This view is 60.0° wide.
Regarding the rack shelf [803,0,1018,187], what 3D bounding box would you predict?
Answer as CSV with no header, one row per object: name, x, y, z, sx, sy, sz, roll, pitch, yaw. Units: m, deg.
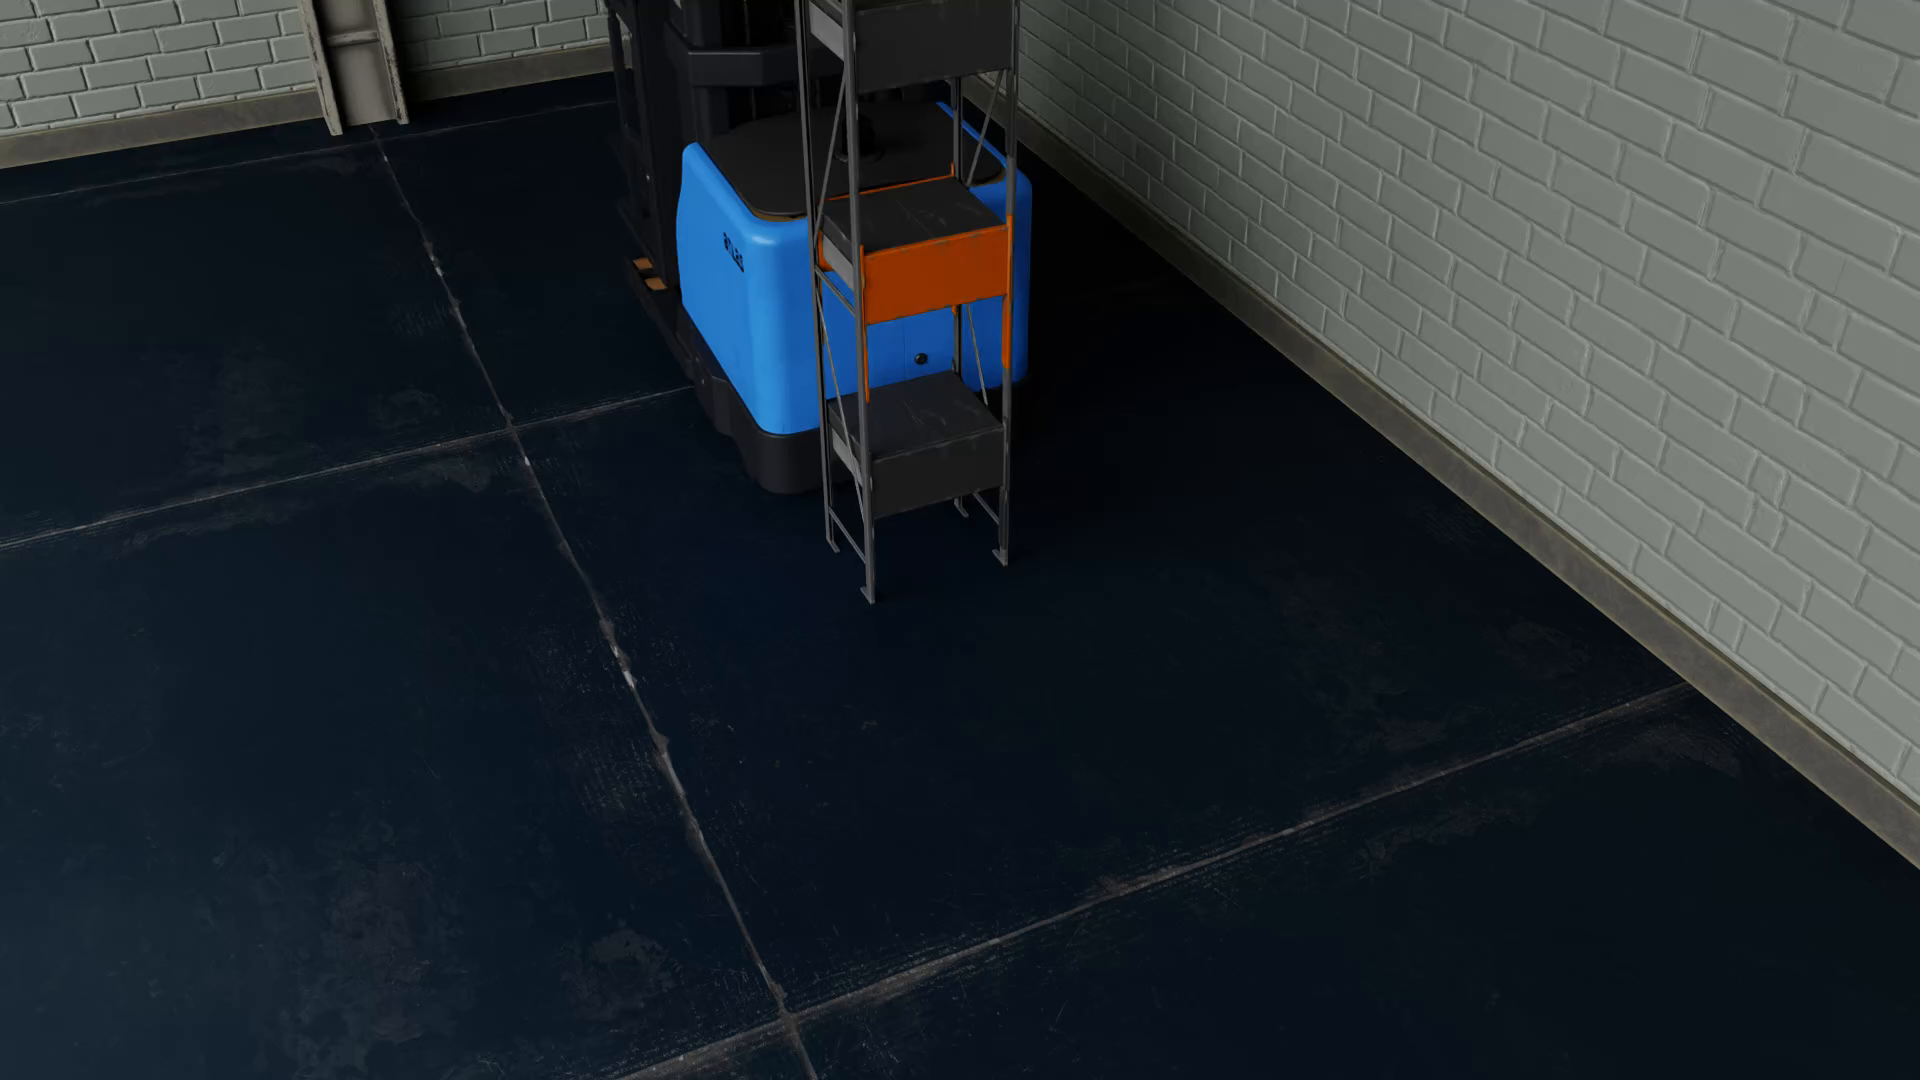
rack shelf,-0.150,-1.353,4.659,0.480,0.518,0.431,-16,39,-20

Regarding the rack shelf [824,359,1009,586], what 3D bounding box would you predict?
rack shelf,-0.150,-0.228,5.493,0.480,0.518,0.431,-16,39,-20

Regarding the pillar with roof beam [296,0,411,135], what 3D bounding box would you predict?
pillar with roof beam,-1.287,-3.506,2.923,0.400,9.000,9.100,-16,39,-20

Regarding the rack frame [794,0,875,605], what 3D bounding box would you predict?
rack frame,-0.371,-0.740,4.985,0.015,2.100,0.400,-16,39,-20

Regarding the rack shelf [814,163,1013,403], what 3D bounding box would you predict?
rack shelf,-0.150,-0.790,5.076,0.480,0.518,0.431,-16,39,-20

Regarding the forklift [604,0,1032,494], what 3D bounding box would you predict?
forklift,-0.789,-2.212,6.272,1.130,2.935,3.031,-15,39,-19

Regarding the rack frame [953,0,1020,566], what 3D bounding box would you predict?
rack frame,0.071,-0.863,5.151,0.015,2.100,0.400,-16,39,-20

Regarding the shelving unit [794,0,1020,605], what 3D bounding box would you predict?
shelving unit,-0.150,-0.801,5.068,0.503,2.100,0.431,-16,39,-20
